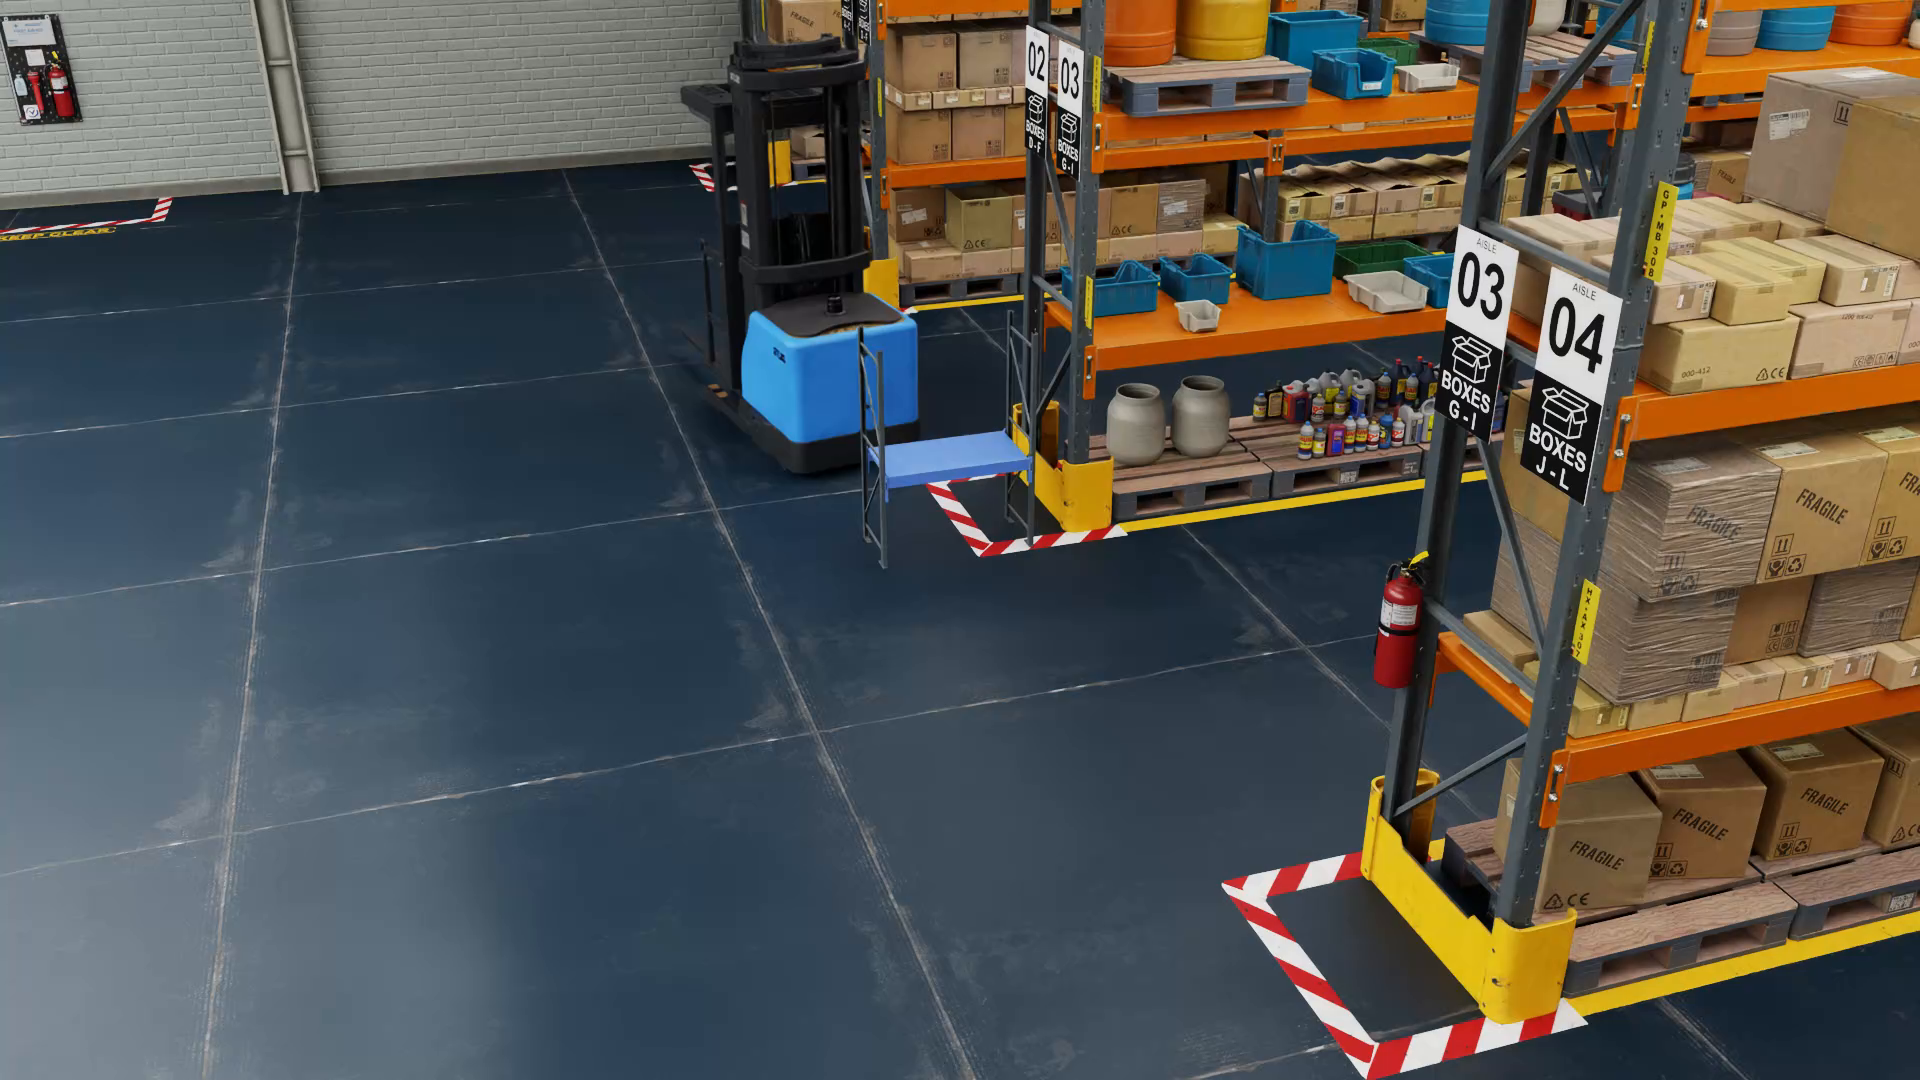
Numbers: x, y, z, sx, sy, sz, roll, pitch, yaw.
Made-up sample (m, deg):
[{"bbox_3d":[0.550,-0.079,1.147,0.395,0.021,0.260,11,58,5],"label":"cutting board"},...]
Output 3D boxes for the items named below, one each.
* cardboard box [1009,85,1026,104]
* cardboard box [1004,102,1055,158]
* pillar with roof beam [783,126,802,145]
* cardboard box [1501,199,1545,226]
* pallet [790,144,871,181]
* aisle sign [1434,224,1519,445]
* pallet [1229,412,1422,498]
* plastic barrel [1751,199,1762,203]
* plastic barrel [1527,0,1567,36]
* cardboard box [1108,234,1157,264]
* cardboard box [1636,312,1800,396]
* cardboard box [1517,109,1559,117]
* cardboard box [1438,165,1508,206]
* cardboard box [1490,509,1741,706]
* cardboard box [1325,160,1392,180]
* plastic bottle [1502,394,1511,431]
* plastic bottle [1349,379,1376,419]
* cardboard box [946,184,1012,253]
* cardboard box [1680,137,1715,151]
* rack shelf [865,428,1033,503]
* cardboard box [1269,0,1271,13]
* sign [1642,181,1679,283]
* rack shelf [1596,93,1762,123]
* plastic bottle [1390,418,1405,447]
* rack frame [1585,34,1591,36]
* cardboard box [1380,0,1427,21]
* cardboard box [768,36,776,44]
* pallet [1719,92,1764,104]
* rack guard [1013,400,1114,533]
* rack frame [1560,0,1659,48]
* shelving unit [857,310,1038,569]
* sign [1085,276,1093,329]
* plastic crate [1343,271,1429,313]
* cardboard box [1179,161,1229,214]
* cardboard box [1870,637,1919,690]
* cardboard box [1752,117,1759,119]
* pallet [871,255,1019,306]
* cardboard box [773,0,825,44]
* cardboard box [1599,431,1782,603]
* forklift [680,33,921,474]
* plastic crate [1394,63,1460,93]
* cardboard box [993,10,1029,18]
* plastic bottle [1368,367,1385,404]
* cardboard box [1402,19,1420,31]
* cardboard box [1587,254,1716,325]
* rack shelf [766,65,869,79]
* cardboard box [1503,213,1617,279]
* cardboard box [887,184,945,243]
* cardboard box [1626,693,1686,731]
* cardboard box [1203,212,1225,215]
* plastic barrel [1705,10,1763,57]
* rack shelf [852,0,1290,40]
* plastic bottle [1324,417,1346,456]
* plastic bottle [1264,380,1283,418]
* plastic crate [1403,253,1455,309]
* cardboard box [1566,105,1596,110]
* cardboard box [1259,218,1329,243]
[{"bbox_3d":[0.546,-4.162,15.413,0.250,0.149,0.380,-9,28,-18],"label":"cardboard box"},{"bbox_3d":[0.545,-3.965,15.745,0.500,0.500,0.700,-8,28,-16],"label":"cardboard box"},{"bbox_3d":[-0.682,-7.144,15.514,0.400,9.000,9.100,-8,28,-16],"label":"pillar with roof beam"},{"bbox_3d":[5.818,-3.531,17.604,0.500,0.250,0.500,-9,28,-17],"label":"cardboard box"},{"bbox_3d":[-1.557,-4.673,20.420,1.213,0.211,1.003,-8,28,-16],"label":"pallet"},{"bbox_3d":[2.037,-0.815,6.589,0.004,0.787,0.394,-8,28,-16],"label":"aisle sign"},{"bbox_3d":[2.645,-0.683,12.384,1.213,0.211,1.003,-8,28,-16],"label":"pallet"},{"bbox_3d":[6.134,-2.378,12.508,0.433,0.535,0.433,0,26,0],"label":"plastic barrel"},{"bbox_3d":[3.988,-3.782,11.519,0.421,0.512,0.421,0,26,0],"label":"plastic barrel"},{"bbox_3d":[1.606,-2.932,16.397,0.500,0.250,0.500,-8,28,-16],"label":"cardboard box"},{"bbox_3d":[2.727,-0.765,6.208,0.500,0.250,0.500,-7,27,-15],"label":"cardboard box"},{"bbox_3d":[5.962,-4.469,17.156,0.250,0.149,0.380,-8,28,-16],"label":"cardboard box"},{"bbox_3d":[5.337,-3.711,17.336,0.500,0.311,0.500,-8,28,-16],"label":"cardboard box"},{"bbox_3d":[2.721,0.226,6.969,0.500,0.500,0.875,-8,28,-16],"label":"cardboard box"},{"bbox_3d":[4.193,-3.798,17.512,0.500,0.311,0.500,-8,28,-16],"label":"cardboard box"},{"bbox_3d":[4.103,-0.952,12.348,0.133,0.283,0.061,-7,27,-14],"label":"plastic bottle"},{"bbox_3d":[3.049,-1.075,12.604,0.135,0.276,0.152,-8,28,-16],"label":"plastic bottle"},{"bbox_3d":[0.179,-3.063,15.817,0.500,0.500,0.500,-8,28,-16],"label":"cardboard box"},{"bbox_3d":[8.041,-4.199,18.646,0.500,0.500,0.500,-9,28,-18],"label":"cardboard box"},{"bbox_3d":[-0.081,-0.499,10.967,1.000,0.185,0.538,-8,28,-16],"label":"rack shelf"},{"bbox_3d":[3.573,-6.908,21.180,0.500,0.500,0.700,-8,28,-16],"label":"cardboard box"},{"bbox_3d":[2.357,-1.038,5.605,0.005,0.325,0.100,-8,28,-16],"label":"sign"},{"bbox_3d":[8.633,-4.776,18.300,4.000,0.370,1.077,-8,28,-16],"label":"rack shelf"},{"bbox_3d":[3.187,-0.791,12.116,0.097,0.201,0.097,0,26,0],"label":"plastic bottle"},{"bbox_3d":[8.998,-7.467,22.913,0.127,3.000,1.000,-8,28,-16],"label":"rack frame"},{"bbox_3d":[5.735,-7.062,21.627,0.500,0.500,0.500,-7,27,-15],"label":"cardboard box"},{"bbox_3d":[-2.028,-5.903,19.908,0.500,0.250,0.500,-8,27,-15],"label":"cardboard box"},{"bbox_3d":[8.579,-5.006,18.171,1.213,0.211,1.003,-8,28,-16],"label":"pallet"},{"bbox_3d":[0.713,-0.537,11.764,0.348,0.500,1.175,-8,28,-16],"label":"rack guard"},{"bbox_3d":[4.459,-4.864,10.922,0.127,3.000,1.000,-8,28,-16],"label":"rack frame"},{"bbox_3d":[-0.081,-0.660,10.887,1.048,1.500,0.538,-8,28,-16],"label":"shelving unit"},{"bbox_3d":[0.822,-1.517,10.615,0.005,0.325,0.100,-8,28,-16],"label":"sign"},{"bbox_3d":[2.993,-1.728,11.649,0.437,0.136,0.530,-8,28,-16],"label":"plastic crate"},{"bbox_3d":[2.391,-3.633,16.965,0.500,0.500,0.500,-8,28,-16],"label":"cardboard box"},{"bbox_3d":[3.990,0.477,7.194,0.250,0.149,0.380,-8,28,-16],"label":"cardboard box"},{"bbox_3d":[9.049,-4.685,18.782,0.500,0.250,0.500,-8,28,-16],"label":"cardboard box"},{"bbox_3d":[-0.161,-2.595,16.234,1.213,0.211,1.003,-8,28,-16],"label":"pallet"},{"bbox_3d":[-1.866,-6.031,19.323,0.500,0.500,0.500,-8,28,-16],"label":"cardboard box"},{"bbox_3d":[2.797,-0.118,6.538,0.500,0.500,0.500,-8,28,-16],"label":"cardboard box"},{"bbox_3d":[-1.422,-2.414,12.810,1.130,2.935,3.031,-13,29,-24],"label":"forklift"},{"bbox_3d":[3.058,-3.010,10.858,0.396,0.136,0.243,-8,28,-16],"label":"plastic crate"},{"bbox_3d":[0.564,-6.376,20.018,0.500,0.500,0.500,-8,28,-16],"label":"cardboard box"},{"bbox_3d":[3.213,-1.191,12.829,0.133,0.283,0.061,-7,27,-14],"label":"plastic bottle"},{"bbox_3d":[5.821,-6.791,21.811,0.250,0.149,0.380,-8,27,-15],"label":"cardboard box"},{"bbox_3d":[2.523,-0.927,6.085,0.250,0.149,0.380,-8,28,-16],"label":"cardboard box"},{"bbox_3d":[-0.511,-5.768,20.299,4.000,0.370,1.077,-8,28,-16],"label":"rack shelf"},{"bbox_3d":[2.357,-1.157,6.549,0.250,0.149,0.380,-8,28,-16],"label":"cardboard box"},{"bbox_3d":[-0.457,-3.213,16.120,0.500,0.500,0.500,-8,28,-16],"label":"cardboard box"},{"bbox_3d":[2.778,0.616,6.913,0.250,0.149,0.380,-8,28,-16],"label":"cardboard box"},{"bbox_3d":[2.394,-3.293,17.123,0.500,0.250,0.500,-8,28,-16],"label":"cardboard box"},{"bbox_3d":[5.497,-3.997,11.985,0.600,0.901,0.600,0,26,0],"label":"plastic barrel"},{"bbox_3d":[1.027,-5.018,15.414,4.000,0.370,1.077,-8,28,-16],"label":"rack shelf"},{"bbox_3d":[2.697,-0.748,11.937,0.133,0.283,0.061,-8,27,-15],"label":"plastic bottle"},{"bbox_3d":[2.371,-1.069,12.583,0.133,0.283,0.061,-8,27,-15],"label":"plastic bottle"},{"bbox_3d":[3.491,-1.843,11.751,0.616,0.251,0.499,-8,28,-16],"label":"plastic crate"},{"bbox_3d":[6.372,-4.751,17.541,0.500,0.311,0.500,-7,27,-13],"label":"cardboard box"},{"bbox_3d":[3.389,-3.179,16.895,0.500,0.250,0.500,-9,28,-17],"label":"cardboard box"}]
